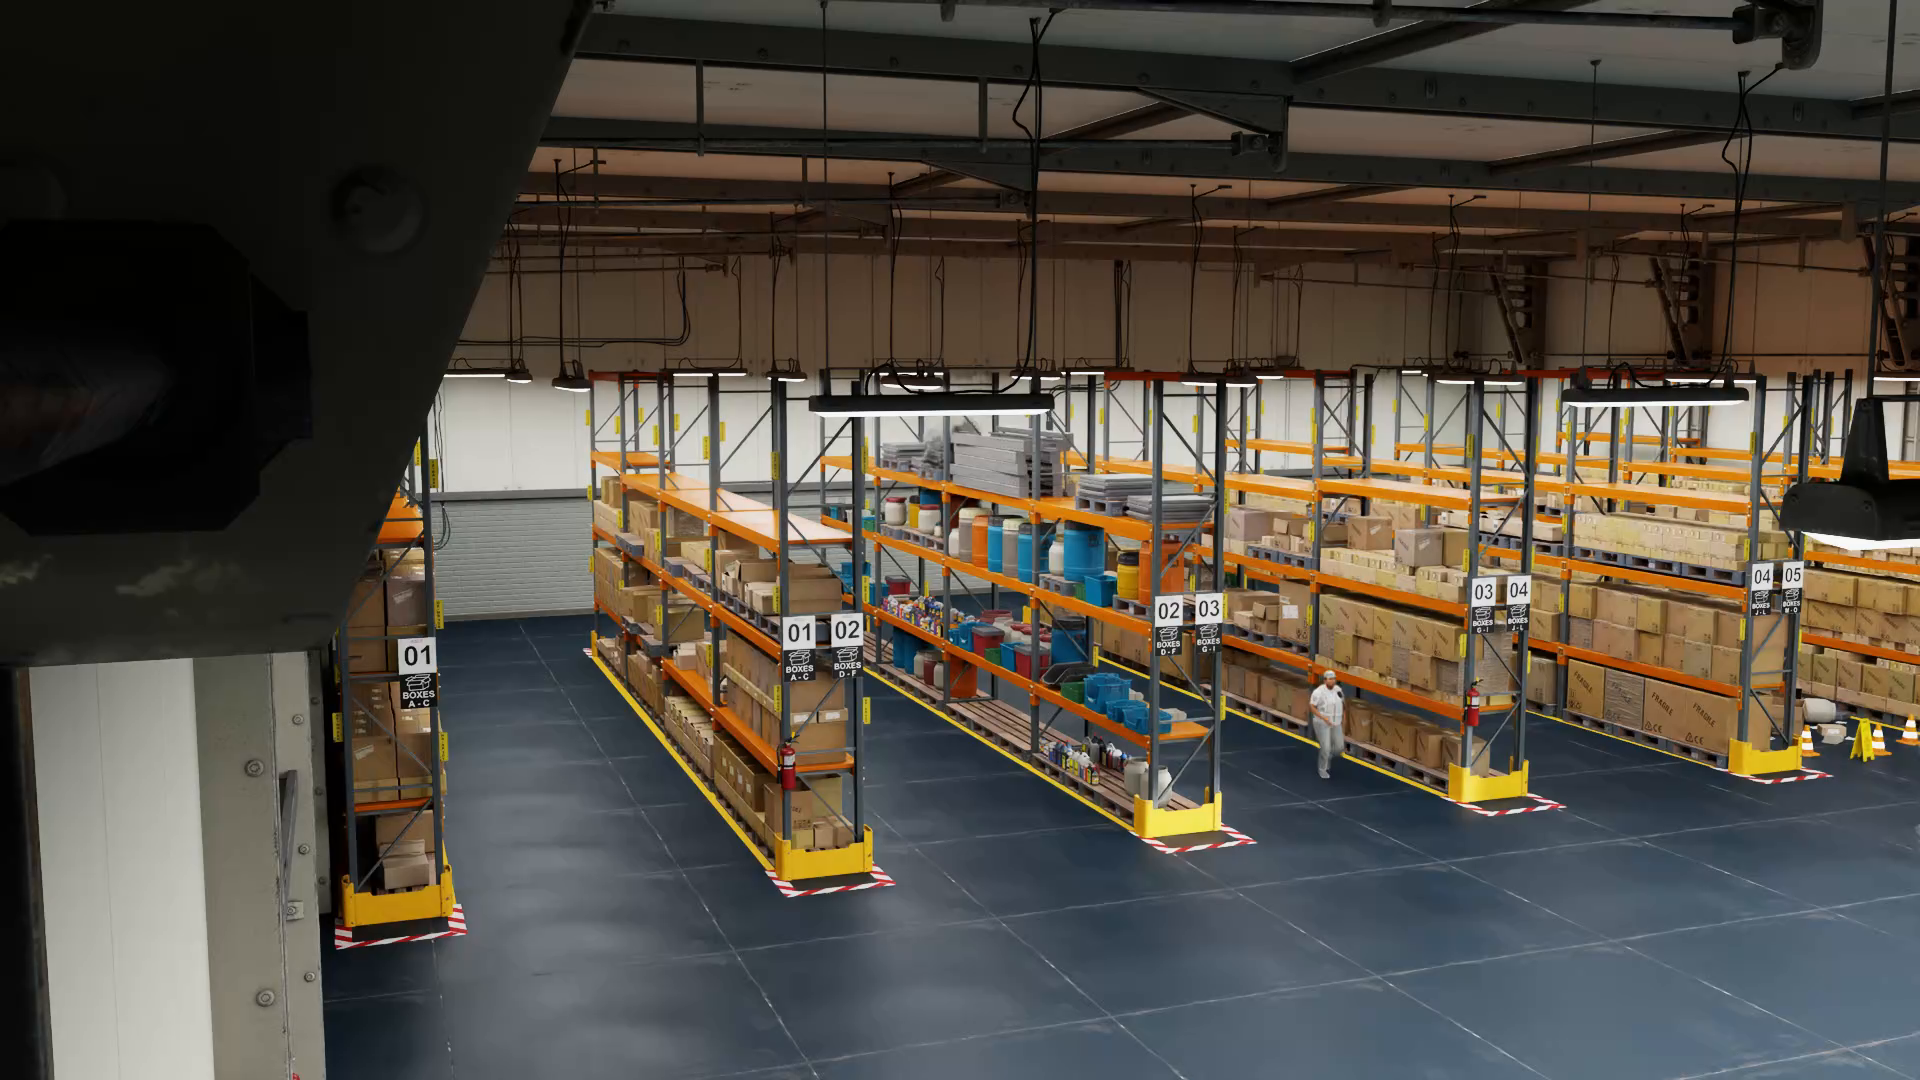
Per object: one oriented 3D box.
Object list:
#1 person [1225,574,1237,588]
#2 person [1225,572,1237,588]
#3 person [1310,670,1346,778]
[{"bbox_3d":[6.768,0.828,41.627,0.619,1.704,0.659,1,7,11],"label":"person"},{"bbox_3d":[6.731,0.802,41.547,0.875,1.844,0.643,-4,7,-30],"label":"person"},{"bbox_3d":[5.539,2.750,24.961,0.640,1.626,0.571,-2,7,-18],"label":"person"}]
